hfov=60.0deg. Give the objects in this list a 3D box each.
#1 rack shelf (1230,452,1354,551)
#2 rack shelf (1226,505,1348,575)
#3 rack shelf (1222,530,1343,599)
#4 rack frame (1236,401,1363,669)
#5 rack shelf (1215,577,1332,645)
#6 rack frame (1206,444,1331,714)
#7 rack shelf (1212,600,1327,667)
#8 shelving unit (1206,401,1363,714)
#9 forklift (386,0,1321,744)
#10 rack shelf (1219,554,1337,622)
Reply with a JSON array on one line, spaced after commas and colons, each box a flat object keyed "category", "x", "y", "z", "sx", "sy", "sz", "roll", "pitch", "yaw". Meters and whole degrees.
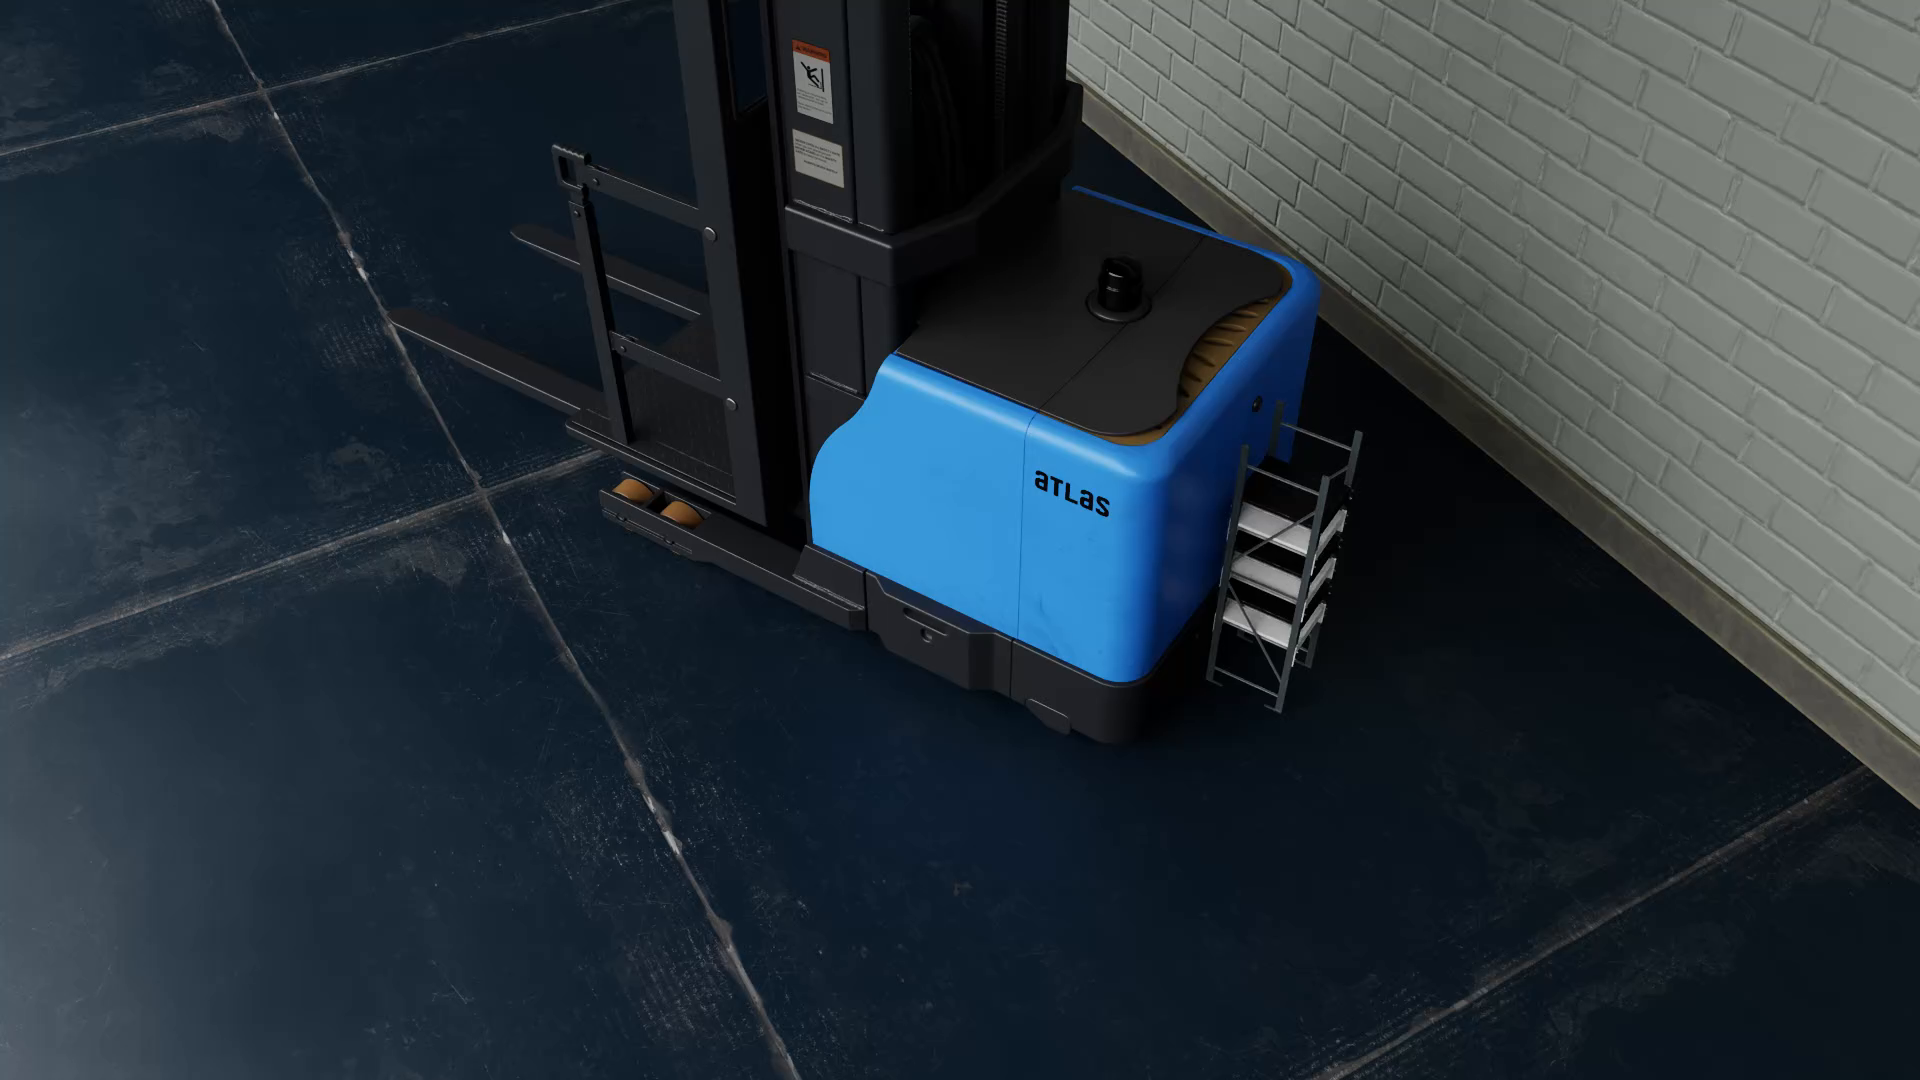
[{"category": "rack shelf", "x": 0.871, "y": -0.104, "z": 4.371, "sx": 0.258, "sy": 0.077, "sz": 0.200, "roll": 24, "pitch": 49, "yaw": 23}, {"category": "rack shelf", "x": 0.871, "y": -0.039, "z": 4.434, "sx": 0.258, "sy": 0.077, "sz": 0.200, "roll": 24, "pitch": 49, "yaw": 23}, {"category": "rack shelf", "x": 0.871, "y": 0.025, "z": 4.496, "sx": 0.258, "sy": 0.077, "sz": 0.200, "roll": 24, "pitch": 49, "yaw": 23}, {"category": "rack frame", "x": 0.926, "y": 0.006, "z": 4.597, "sx": 0.240, "sy": 0.900, "sz": 0.006, "roll": 24, "pitch": 49, "yaw": 23}, {"category": "rack shelf", "x": 0.871, "y": 0.154, "z": 4.622, "sx": 0.258, "sy": 0.077, "sz": 0.200, "roll": 24, "pitch": 49, "yaw": 23}, {"category": "rack frame", "x": 0.816, "y": 0.125, "z": 4.475, "sx": 0.240, "sy": 0.900, "sz": 0.006, "roll": 24, "pitch": 49, "yaw": 23}, {"category": "rack shelf", "x": 0.871, "y": 0.219, "z": 4.685, "sx": 0.258, "sy": 0.077, "sz": 0.200, "roll": 24, "pitch": 49, "yaw": 23}, {"category": "shelving unit", "x": 0.871, "y": 0.066, "z": 4.536, "sx": 0.258, "sy": 0.900, "sz": 0.210, "roll": 24, "pitch": 49, "yaw": 23}, {"category": "forklift", "x": -0.528, "y": -1.289, "z": 4.474, "sx": 3.031, "sy": 2.935, "sz": 1.130, "roll": 24, "pitch": 49, "yaw": 23}, {"category": "rack shelf", "x": 0.871, "y": 0.090, "z": 4.559, "sx": 0.258, "sy": 0.077, "sz": 0.200, "roll": 24, "pitch": 49, "yaw": 23}]
